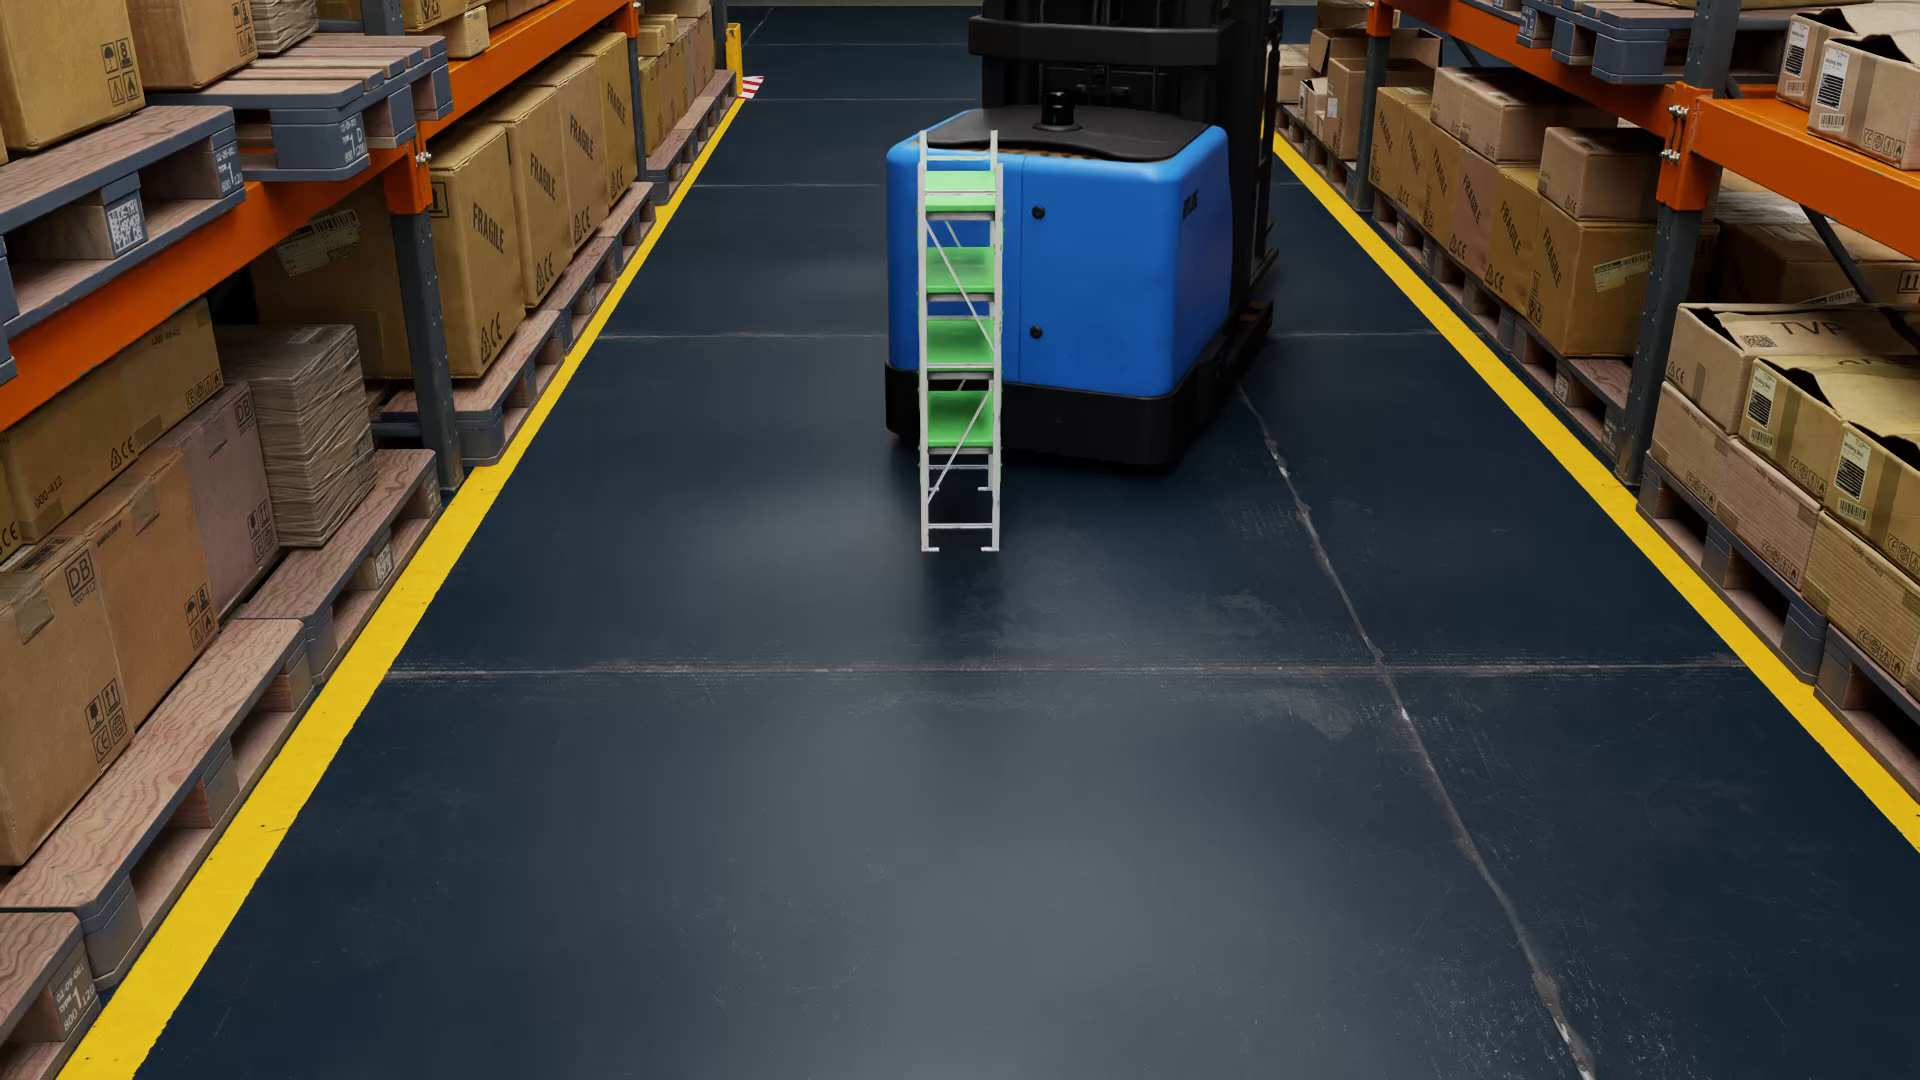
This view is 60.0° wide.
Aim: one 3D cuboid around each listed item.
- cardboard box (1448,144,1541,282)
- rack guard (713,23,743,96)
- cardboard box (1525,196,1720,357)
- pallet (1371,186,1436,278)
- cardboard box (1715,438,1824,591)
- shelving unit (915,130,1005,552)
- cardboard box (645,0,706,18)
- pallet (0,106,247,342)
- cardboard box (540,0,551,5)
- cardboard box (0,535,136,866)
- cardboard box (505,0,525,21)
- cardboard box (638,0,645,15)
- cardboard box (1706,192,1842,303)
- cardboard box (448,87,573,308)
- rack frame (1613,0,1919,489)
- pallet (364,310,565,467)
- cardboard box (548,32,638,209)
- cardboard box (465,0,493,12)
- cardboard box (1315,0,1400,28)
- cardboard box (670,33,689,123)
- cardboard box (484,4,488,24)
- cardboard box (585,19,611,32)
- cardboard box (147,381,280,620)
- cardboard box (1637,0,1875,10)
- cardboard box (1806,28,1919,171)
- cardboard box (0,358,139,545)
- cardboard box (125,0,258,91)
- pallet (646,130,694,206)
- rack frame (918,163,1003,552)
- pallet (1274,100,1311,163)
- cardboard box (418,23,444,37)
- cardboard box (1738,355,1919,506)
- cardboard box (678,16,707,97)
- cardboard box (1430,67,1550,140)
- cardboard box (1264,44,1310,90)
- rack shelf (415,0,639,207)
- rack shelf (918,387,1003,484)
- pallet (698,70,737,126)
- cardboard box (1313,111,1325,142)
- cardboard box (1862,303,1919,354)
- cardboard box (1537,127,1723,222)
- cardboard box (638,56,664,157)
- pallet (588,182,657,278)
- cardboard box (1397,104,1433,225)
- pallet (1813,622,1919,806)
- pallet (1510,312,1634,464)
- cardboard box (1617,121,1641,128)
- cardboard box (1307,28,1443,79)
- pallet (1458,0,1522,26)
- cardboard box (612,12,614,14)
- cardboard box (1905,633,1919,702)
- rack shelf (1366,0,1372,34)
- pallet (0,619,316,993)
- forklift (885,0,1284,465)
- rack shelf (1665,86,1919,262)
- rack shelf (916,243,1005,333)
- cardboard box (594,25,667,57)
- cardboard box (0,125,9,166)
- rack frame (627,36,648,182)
[{"bbox_3d":[2.494,-1.443,7.299,0.500,0.500,0.500,-1,24,-3],"label":"cardboard box"},{"bbox_3d":[-2.285,-3.711,12.848,1.175,0.500,0.348,0,24,-1],"label":"rack guard"},{"bbox_3d":[2.511,-1.013,6.349,0.500,0.500,0.500,1,24,2],"label":"cardboard box"},{"bbox_3d":[2.759,-1.610,8.554,1.003,0.211,1.213,0,24,-1],"label":"pallet"},{"bbox_3d":[2.474,-0.082,4.617,0.500,0.250,0.500,-1,24,-2],"label":"cardboard box"},{"bbox_3d":[-0.002,-0.615,5.154,0.258,1.200,0.503,0,24,-1],"label":"shelving unit"},{"bbox_3d":[-1.990,-3.742,11.621,0.380,0.149,0.250,0,24,1],"label":"cardboard box"},{"bbox_3d":[-2.135,-0.641,3.259,1.003,0.211,1.213,0,24,-1],"label":"pallet"},{"bbox_3d":[-1.984,-2.425,7.251,0.380,0.149,0.250,-1,24,-2],"label":"cardboard box"},{"bbox_3d":[-2.199,0.317,3.409,0.700,0.500,0.500,0,24,0],"label":"cardboard box"},{"bbox_3d":[-1.997,-2.207,6.770,0.380,0.149,0.250,0,24,0],"label":"cardboard box"},{"bbox_3d":[-2.370,-3.639,11.392,0.380,0.149,0.250,0,24,0],"label":"cardboard box"},{"bbox_3d":[3.025,-1.033,6.394,0.500,0.500,0.500,-1,24,-2],"label":"cardboard box"},{"bbox_3d":[-2.077,-1.420,6.849,0.750,0.750,0.750,0,24,-1],"label":"cardboard box"},{"bbox_3d":[2.756,-1.567,5.075,1.000,3.000,0.127,0,24,-1],"label":"rack frame"},{"bbox_3d":[-2.131,-0.598,6.316,1.003,0.211,1.213,0,24,-1],"label":"pallet"},{"bbox_3d":[-2.104,-2.136,8.432,0.750,0.750,0.750,0,24,0],"label":"cardboard box"},{"bbox_3d":[-1.943,-2.151,5.859,0.500,0.500,0.500,1,24,1],"label":"cardboard box"},{"bbox_3d":[2.921,-3.702,12.295,0.500,0.500,0.500,0,24,-1],"label":"cardboard box"},{"bbox_3d":[-2.152,-2.971,10.703,0.700,0.500,0.500,0,24,1],"label":"cardboard box"},{"bbox_3d":[-2.019,-1.999,6.309,0.380,0.149,0.250,0,24,1],"label":"cardboard box"},{"bbox_3d":[-2.355,-3.113,10.230,0.380,0.149,0.250,-1,24,-2],"label":"cardboard box"},{"bbox_3d":[-2.248,-0.096,4.321,0.700,0.500,0.500,0,24,-1],"label":"cardboard box"},{"bbox_3d":[2.636,-2.063,5.541,0.700,0.500,0.500,-9,26,-18],"label":"cardboard box"},{"bbox_3d":[2.572,-1.157,4.277,0.500,0.311,0.500,-1,24,-1],"label":"cardboard box"},{"bbox_3d":[-2.183,-0.203,3.649,0.500,0.250,0.500,0,24,-1],"label":"cardboard box"},{"bbox_3d":[-2.149,-1.366,3.974,0.700,0.500,0.500,-3,24,-6],"label":"cardboard box"},{"bbox_3d":[-2.171,-2.235,9.935,1.003,0.211,1.213,0,24,-1],"label":"pallet"},{"bbox_3d":[0.001,-0.514,4.931,0.240,1.200,0.015,0,24,-1],"label":"rack frame"},{"bbox_3d":[2.690,-2.732,11.034,1.003,0.211,1.213,0,24,-1],"label":"pallet"},{"bbox_3d":[-1.963,-1.679,5.602,0.380,0.149,0.250,0,24,0],"label":"cardboard box"},{"bbox_3d":[2.482,-0.328,4.481,0.500,0.311,0.500,-1,24,-2],"label":"cardboard box"},{"bbox_3d":[-2.171,-3.398,11.647,0.700,0.500,0.500,0,24,-1],"label":"cardboard box"},{"bbox_3d":[2.485,-2.006,7.635,0.500,0.250,0.500,0,24,0],"label":"cardboard box"},{"bbox_3d":[2.396,-3.380,11.886,0.500,0.250,0.500,0,24,-1],"label":"cardboard box"},{"bbox_3d":[-2.219,-2.040,6.993,1.077,0.370,4.000,0,24,-1],"label":"rack shelf"},{"bbox_3d":[-0.002,-0.338,5.279,0.258,0.148,0.480,0,24,-1],"label":"rack shelf"},{"bbox_3d":[-2.198,-3.240,12.158,1.003,0.211,1.213,0,24,-1],"label":"pallet"},{"bbox_3d":[2.358,-2.505,10.074,0.380,0.149,0.250,0,24,-1],"label":"cardboard box"},{"bbox_3d":[3.008,-0.547,4.965,0.500,0.311,0.500,0,24,1],"label":"cardboard box"},{"bbox_3d":[2.506,-1.378,6.246,0.500,0.250,0.500,1,24,1],"label":"cardboard box"},{"bbox_3d":[-2.147,-2.553,9.778,0.700,0.500,0.500,0,24,0],"label":"cardboard box"},{"bbox_3d":[-2.157,-1.604,8.539,1.003,0.211,1.213,0,24,-1],"label":"pallet"},{"bbox_3d":[2.491,-1.857,8.215,0.500,0.500,0.500,0,24,0],"label":"cardboard box"},{"bbox_3d":[2.736,0.544,3.791,1.003,0.211,1.213,0,24,-1],"label":"pallet"},{"bbox_3d":[2.786,-0.604,6.330,1.003,0.211,1.213,0,24,-1],"label":"pallet"},{"bbox_3d":[3.006,-1.665,7.790,0.500,0.500,0.500,0,24,0],"label":"cardboard box"},{"bbox_3d":[2.687,-3.053,10.855,0.797,0.503,0.637,0,24,-1],"label":"cardboard box"},{"bbox_3d":[2.730,-2.281,6.887,1.003,0.211,1.213,0,24,-1],"label":"pallet"},{"bbox_3d":[-2.360,-3.324,10.696,0.380,0.149,0.250,-1,24,-2],"label":"cardboard box"},{"bbox_3d":[2.491,0.344,3.676,0.500,0.250,0.500,0,24,1],"label":"cardboard box"},{"bbox_3d":[2.691,-3.712,10.690,1.077,0.370,4.000,0,24,-1],"label":"rack shelf"},{"bbox_3d":[-2.180,0.551,3.776,1.003,0.211,1.213,0,24,-1],"label":"pallet"},{"bbox_3d":[0.710,-2.170,6.492,1.130,2.935,3.031,8,26,18],"label":"forklift"},{"bbox_3d":[2.778,-0.415,3.401,1.077,0.370,4.000,0,24,-1],"label":"rack shelf"},{"bbox_3d":[-0.002,-0.775,5.081,0.258,0.148,0.480,0,24,-1],"label":"rack shelf"},{"bbox_3d":[-1.968,-2.990,9.958,0.380,0.149,0.250,1,24,1],"label":"cardboard box"},{"bbox_3d":[-2.163,-0.853,2.840,0.700,0.500,0.500,3,25,7],"label":"cardboard box"},{"bbox_3d":[-2.241,-3.192,8.667,1.000,3.000,0.127,0,24,-1],"label":"rack frame"}]
